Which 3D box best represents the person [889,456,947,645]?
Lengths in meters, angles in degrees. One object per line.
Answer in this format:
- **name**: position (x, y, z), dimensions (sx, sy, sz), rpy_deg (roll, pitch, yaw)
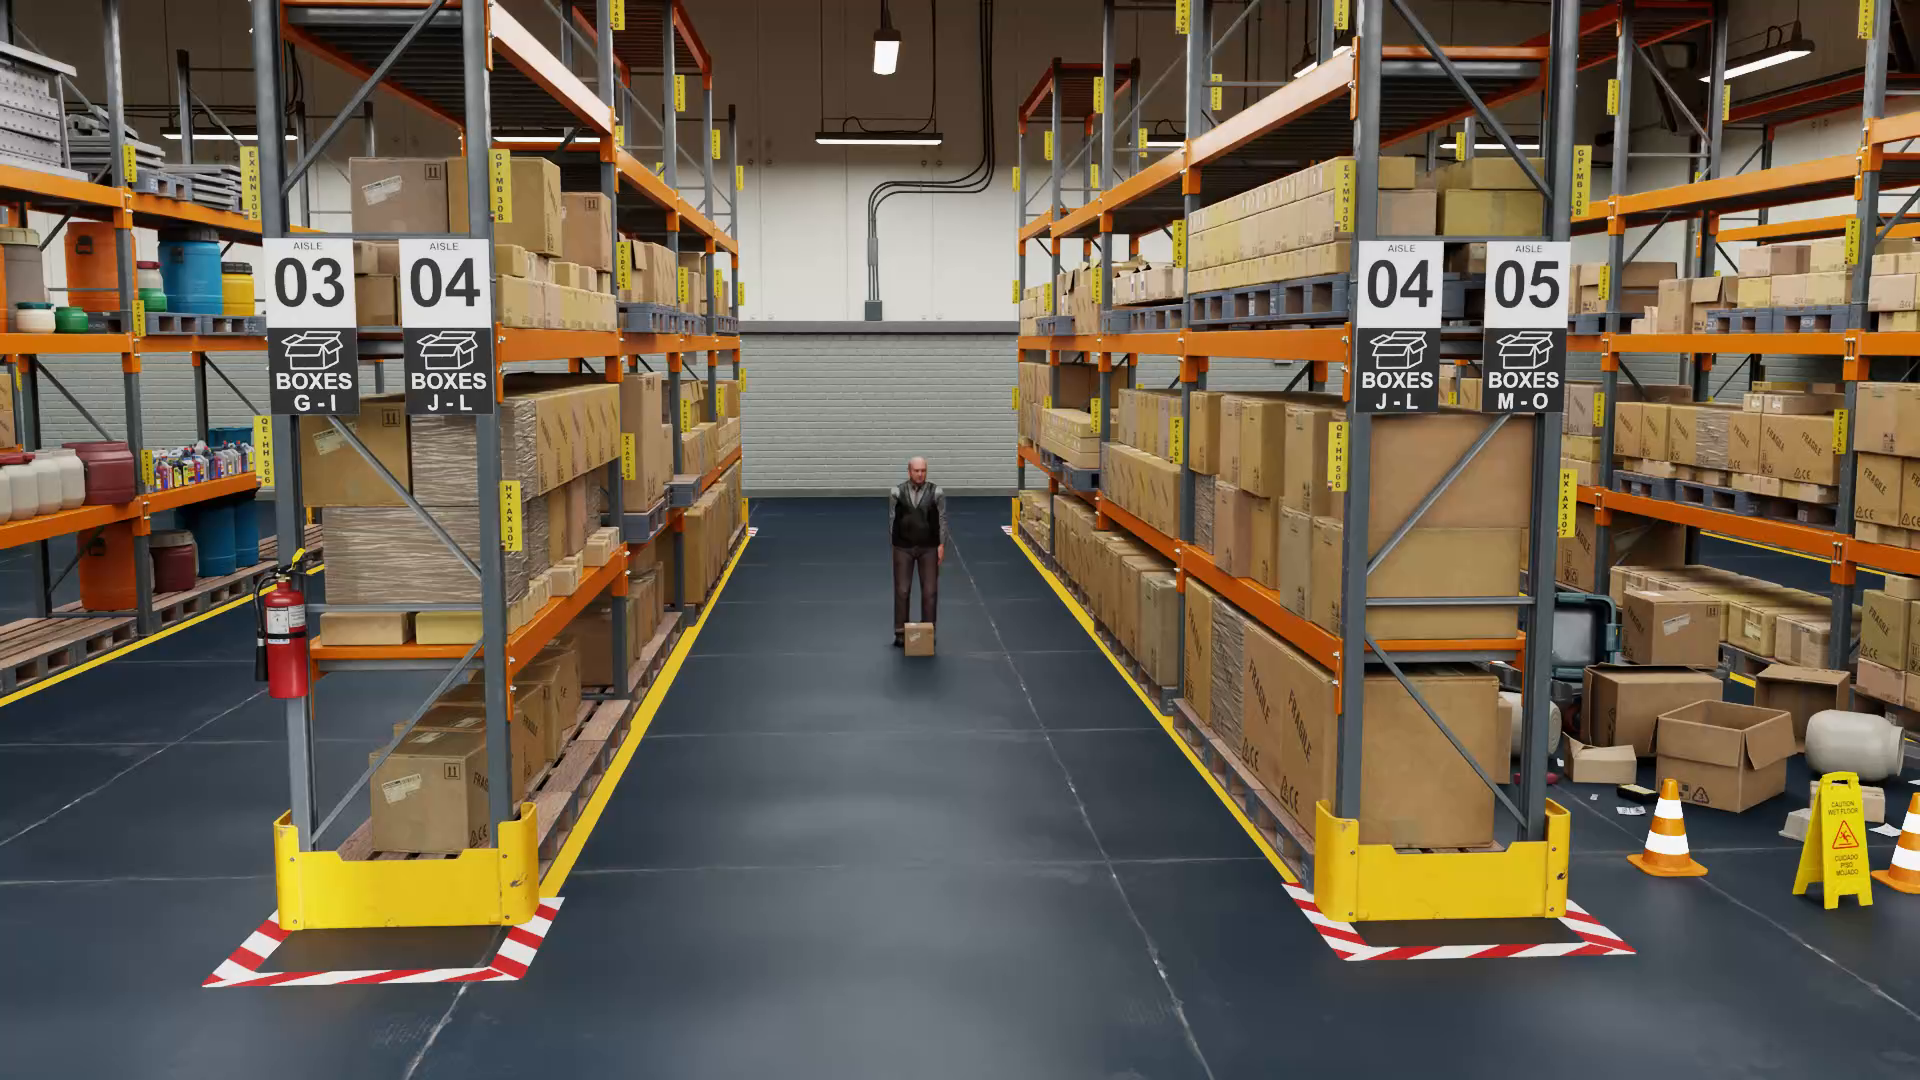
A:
- **person**: position (-0.380, 0.095, 15.091), dimensions (0.533, 1.714, 0.358), rpy_deg (0, 7, -3)
